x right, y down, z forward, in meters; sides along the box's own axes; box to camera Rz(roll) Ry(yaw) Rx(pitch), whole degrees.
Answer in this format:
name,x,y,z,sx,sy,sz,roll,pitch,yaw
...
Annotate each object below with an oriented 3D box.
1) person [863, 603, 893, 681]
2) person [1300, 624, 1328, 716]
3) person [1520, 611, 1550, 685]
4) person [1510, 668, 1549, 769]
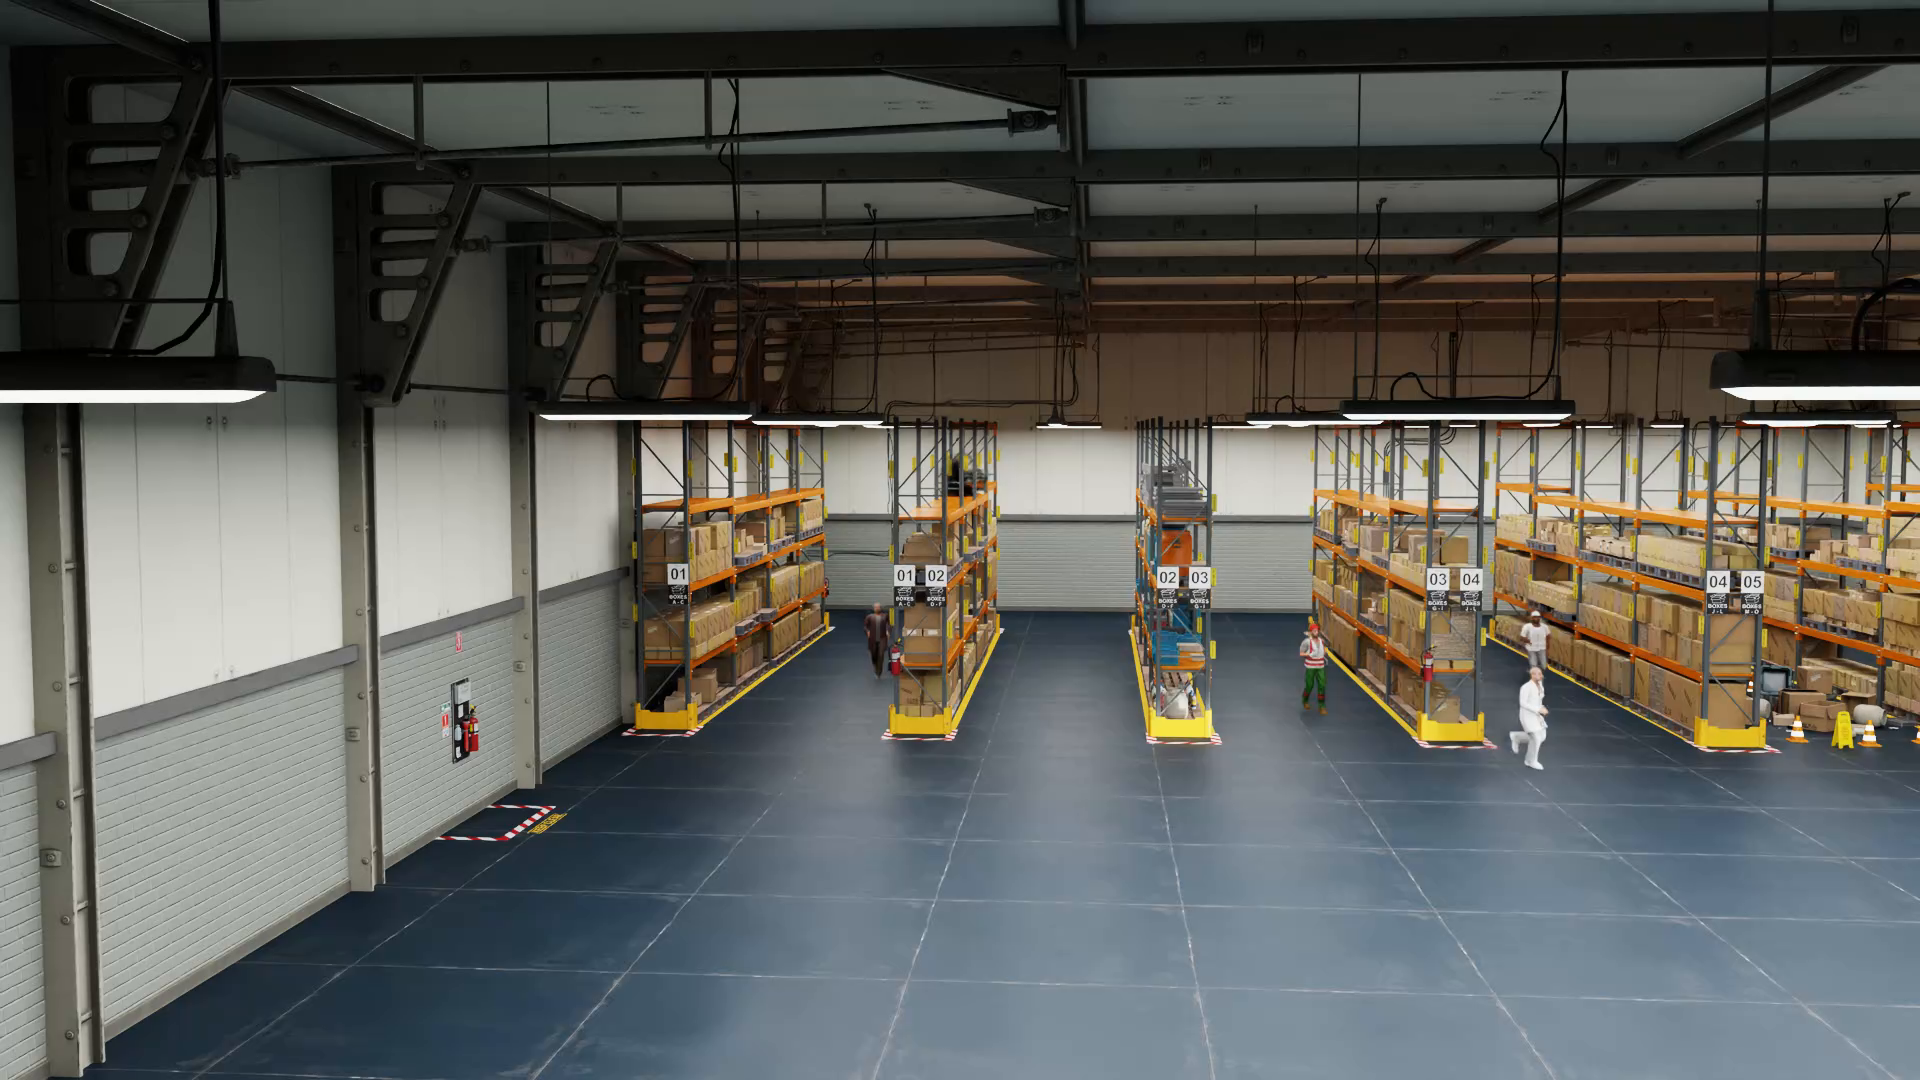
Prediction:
name,x,y,z,sx,sy,sz,roll,pitch,yaw
person,-1.900,2.336,38.571,0.710,1.776,0.943,0,4,-1
person,7.175,2.601,33.610,0.645,1.800,0.875,-1,4,-12
person,12.793,2.438,36.871,0.685,1.724,0.600,0,4,6
person,9.739,3.025,28.378,0.755,1.735,0.739,-4,5,-45
